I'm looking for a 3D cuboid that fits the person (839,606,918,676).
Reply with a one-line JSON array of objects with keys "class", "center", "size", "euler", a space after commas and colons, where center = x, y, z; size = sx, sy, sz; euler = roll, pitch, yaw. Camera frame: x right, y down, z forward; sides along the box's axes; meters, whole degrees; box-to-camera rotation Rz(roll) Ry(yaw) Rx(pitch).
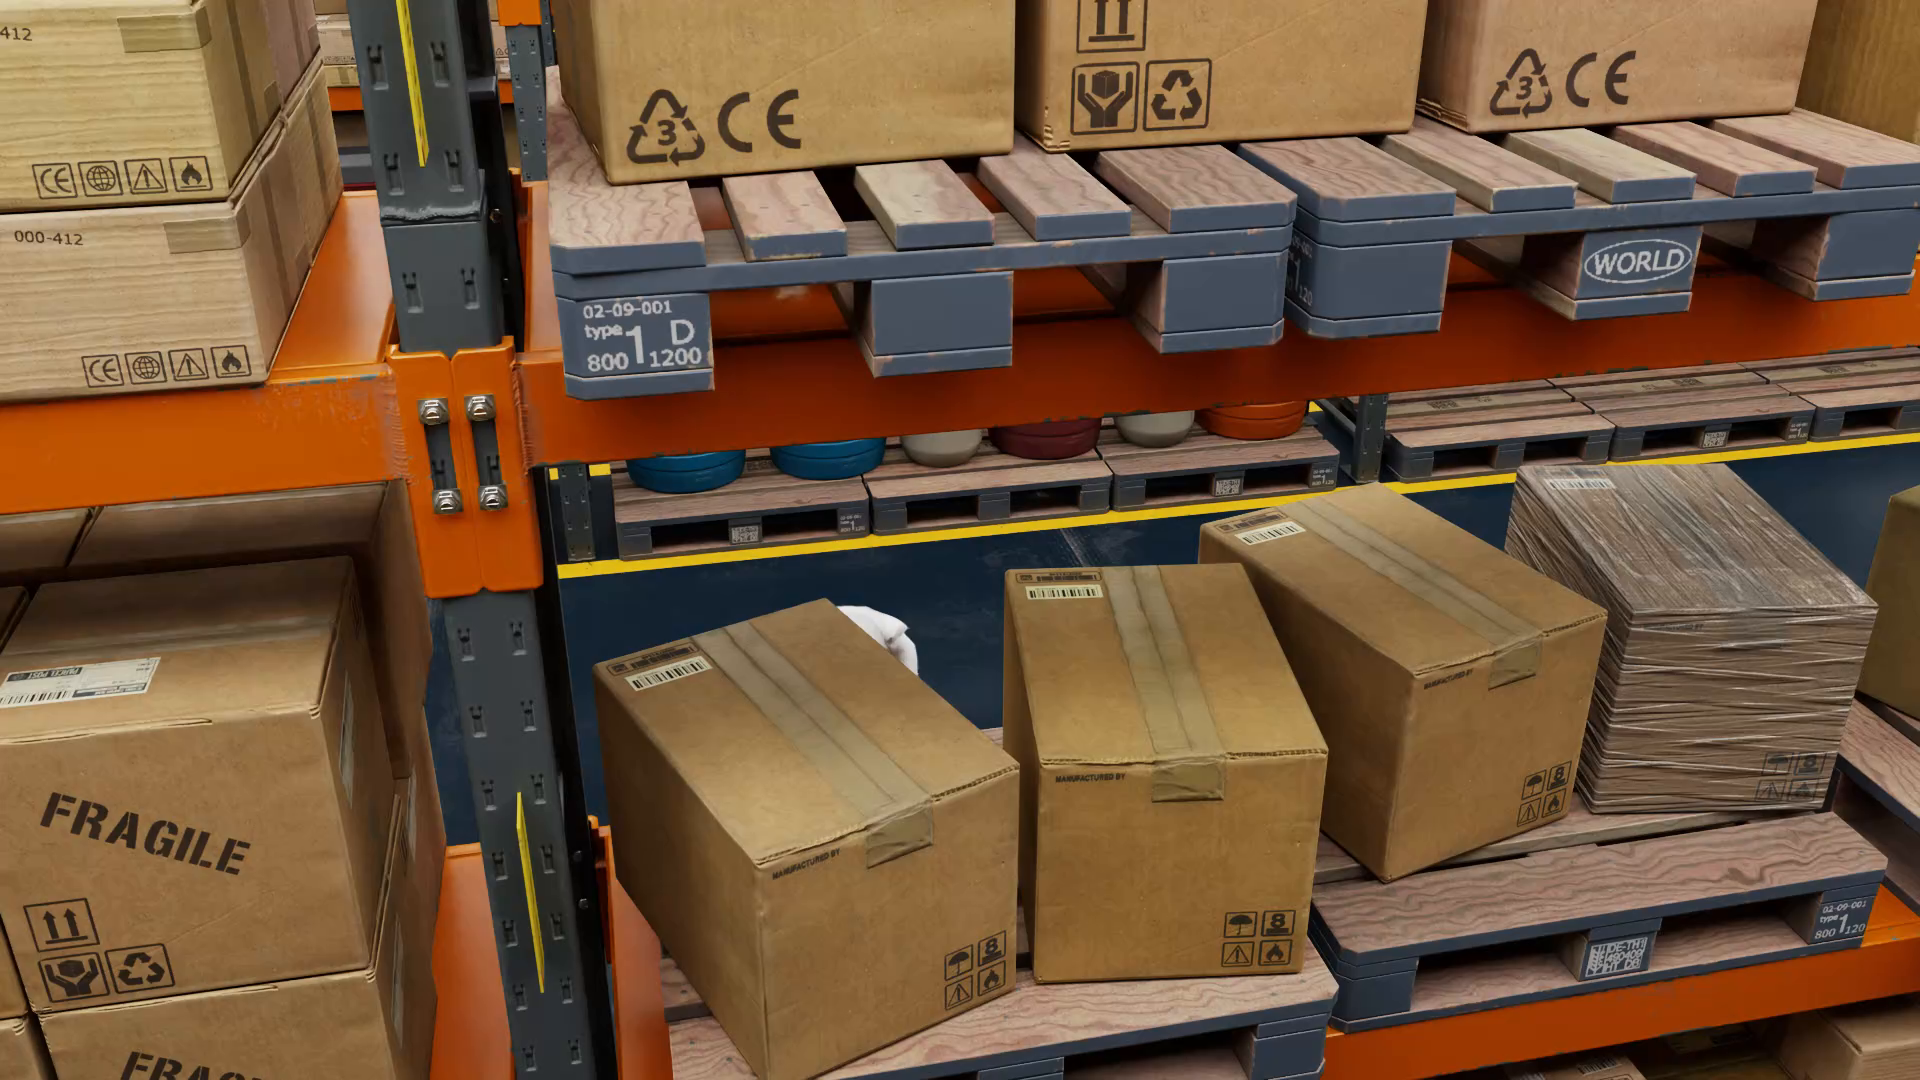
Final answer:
[{"class": "person", "center": [-0.440, 0.586, 5.787], "size": [0.584, 0.998, 0.889], "euler": [-6, 27, -12]}]
